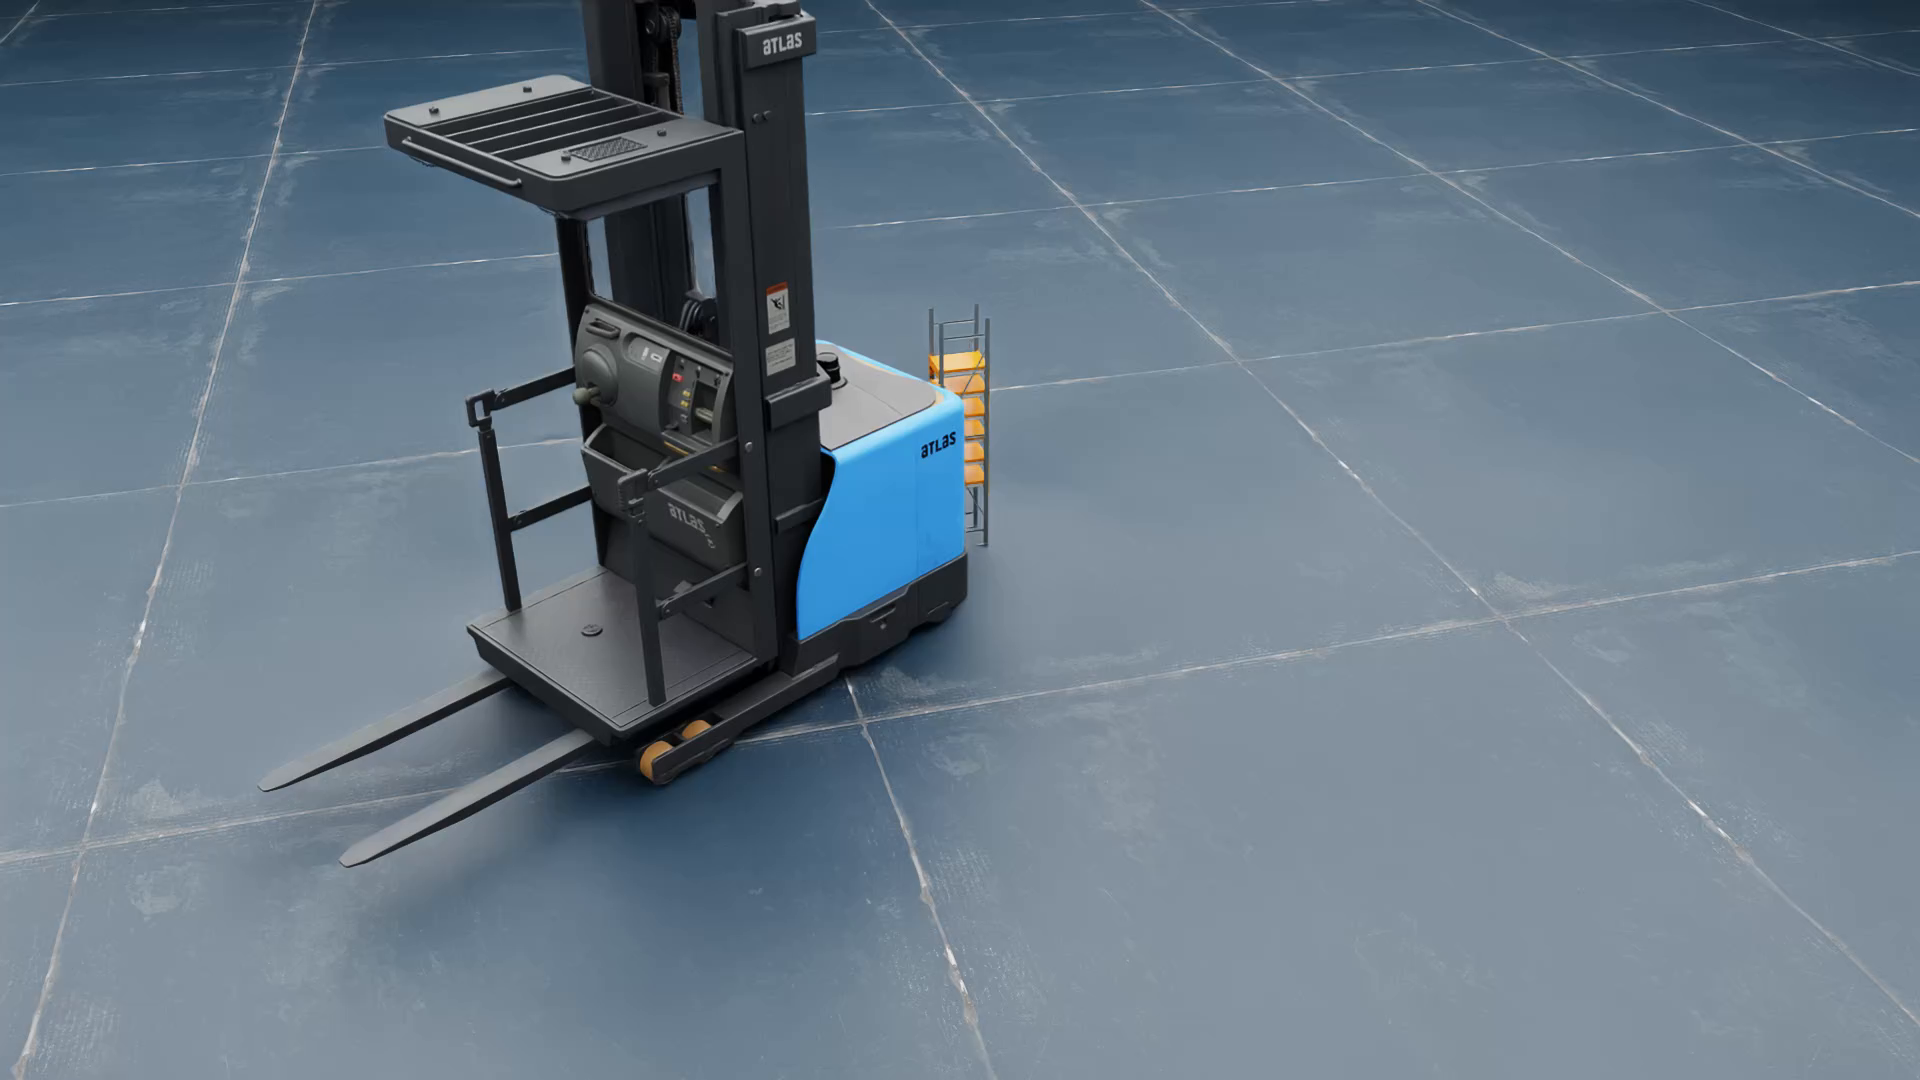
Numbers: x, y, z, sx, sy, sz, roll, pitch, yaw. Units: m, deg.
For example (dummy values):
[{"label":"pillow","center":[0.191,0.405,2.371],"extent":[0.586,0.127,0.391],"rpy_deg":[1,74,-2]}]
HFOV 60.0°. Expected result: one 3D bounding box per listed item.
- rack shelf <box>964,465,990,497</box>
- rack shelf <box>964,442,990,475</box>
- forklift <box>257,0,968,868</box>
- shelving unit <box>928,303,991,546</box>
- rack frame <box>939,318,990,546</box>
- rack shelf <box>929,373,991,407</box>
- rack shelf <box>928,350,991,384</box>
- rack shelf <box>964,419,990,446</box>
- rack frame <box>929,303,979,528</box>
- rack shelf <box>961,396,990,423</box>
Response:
[{"label":"rack shelf","center":[-0.004,-0.280,8.104],"extent":[0.258,0.103,0.180],"rpy_deg":[-8,31,-13]},{"label":"rack shelf","center":[-0.004,-0.384,8.044],"extent":[0.258,0.103,0.180],"rpy_deg":[-8,31,-13]},{"label":"forklift","center":[-1.346,-0.593,6.349],"extent":[1.130,2.935,3.031],"rpy_deg":[26,39,37]},{"label":"shelving unit","center":[-0.004,-0.526,7.962],"extent":[0.258,1.200,0.189],"rpy_deg":[-8,31,-13]},{"label":"rack frame","center":[0.020,-0.482,7.885],"extent":[0.240,1.200,0.006],"rpy_deg":[-8,31,-13]},{"label":"rack shelf","center":[-0.004,-0.696,7.864],"extent":[0.258,0.103,0.180],"rpy_deg":[-8,31,-13]},{"label":"rack shelf","center":[-0.004,-0.799,7.803],"extent":[0.258,0.103,0.180],"rpy_deg":[-8,31,-13]},{"label":"rack shelf","center":[-0.004,-0.488,7.984],"extent":[0.258,0.103,0.180],"rpy_deg":[-8,31,-13]},{"label":"rack frame","center":[-0.028,-0.570,8.038],"extent":[0.240,1.200,0.006],"rpy_deg":[-8,31,-13]},{"label":"rack shelf","center":[-0.004,-0.592,7.924],"extent":[0.258,0.103,0.180],"rpy_deg":[-8,31,-13]}]
